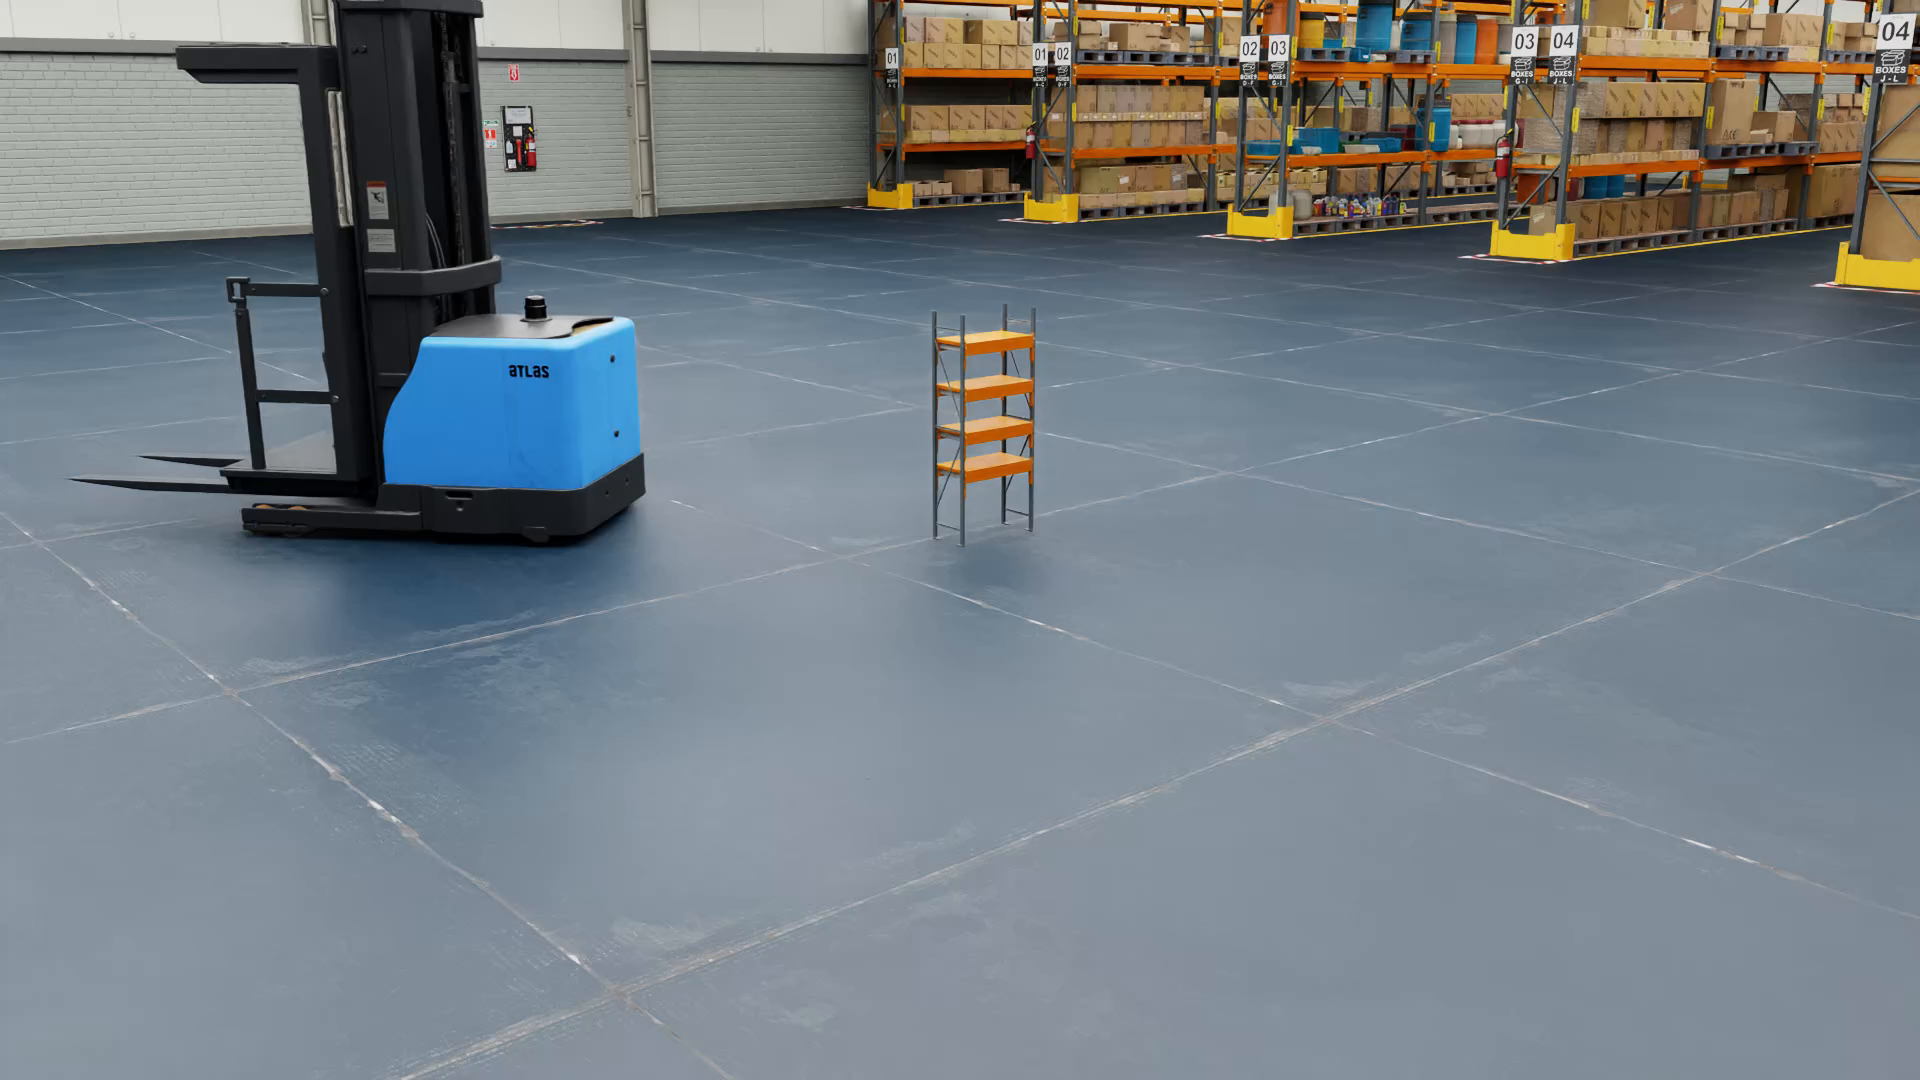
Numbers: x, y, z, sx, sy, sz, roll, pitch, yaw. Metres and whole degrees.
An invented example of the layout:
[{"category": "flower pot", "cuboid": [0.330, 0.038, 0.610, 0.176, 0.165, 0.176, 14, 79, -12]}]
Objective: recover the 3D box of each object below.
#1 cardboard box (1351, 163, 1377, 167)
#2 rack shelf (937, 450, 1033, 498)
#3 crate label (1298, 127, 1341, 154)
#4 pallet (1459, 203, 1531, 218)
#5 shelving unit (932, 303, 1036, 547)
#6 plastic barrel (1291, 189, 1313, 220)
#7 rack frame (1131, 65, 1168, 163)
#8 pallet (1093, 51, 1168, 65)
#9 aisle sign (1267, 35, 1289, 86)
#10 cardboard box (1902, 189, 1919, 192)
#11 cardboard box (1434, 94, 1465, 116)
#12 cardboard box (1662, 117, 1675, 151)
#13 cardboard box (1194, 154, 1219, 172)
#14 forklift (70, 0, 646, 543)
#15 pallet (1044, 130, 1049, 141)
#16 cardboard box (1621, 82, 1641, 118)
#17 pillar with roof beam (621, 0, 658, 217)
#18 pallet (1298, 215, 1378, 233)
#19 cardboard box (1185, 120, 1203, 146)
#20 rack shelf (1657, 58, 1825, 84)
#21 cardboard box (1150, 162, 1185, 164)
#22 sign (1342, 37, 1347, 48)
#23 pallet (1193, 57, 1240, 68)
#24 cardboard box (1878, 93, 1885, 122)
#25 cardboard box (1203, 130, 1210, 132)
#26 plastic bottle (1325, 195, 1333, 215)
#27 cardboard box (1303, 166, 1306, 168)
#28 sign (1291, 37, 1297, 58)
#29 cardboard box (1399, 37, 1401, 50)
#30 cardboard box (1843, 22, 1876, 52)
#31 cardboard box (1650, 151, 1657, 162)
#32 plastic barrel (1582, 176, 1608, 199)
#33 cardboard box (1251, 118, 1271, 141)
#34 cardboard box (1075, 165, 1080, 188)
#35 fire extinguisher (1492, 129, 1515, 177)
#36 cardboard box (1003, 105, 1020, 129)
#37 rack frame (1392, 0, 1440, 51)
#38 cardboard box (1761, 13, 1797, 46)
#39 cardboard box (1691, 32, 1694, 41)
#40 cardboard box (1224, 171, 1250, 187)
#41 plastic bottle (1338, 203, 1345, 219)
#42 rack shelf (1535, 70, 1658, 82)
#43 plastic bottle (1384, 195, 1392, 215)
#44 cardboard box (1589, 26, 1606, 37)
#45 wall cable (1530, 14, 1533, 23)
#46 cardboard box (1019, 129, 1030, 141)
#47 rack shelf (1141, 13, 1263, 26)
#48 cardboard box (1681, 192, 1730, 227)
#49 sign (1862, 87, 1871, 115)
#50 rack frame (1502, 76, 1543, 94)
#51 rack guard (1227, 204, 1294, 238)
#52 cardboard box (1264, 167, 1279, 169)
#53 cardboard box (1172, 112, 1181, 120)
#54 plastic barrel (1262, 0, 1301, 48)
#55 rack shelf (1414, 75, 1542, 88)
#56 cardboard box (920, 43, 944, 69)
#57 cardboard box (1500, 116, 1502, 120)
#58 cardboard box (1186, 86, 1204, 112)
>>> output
[{"category": "cardboard box", "cuboid": [9.120, -8.587, 37.624, 0.500, 0.250, 0.500, -13, 20, -40]}, {"category": "rack shelf", "cuboid": [0.125, -0.351, 8.769, 0.480, 0.148, 0.258, -13, 19, -39]}, {"category": "crate label", "cuboid": [6.184, -6.893, 28.674, 0.616, 0.435, 0.502, -13, 19, -39]}, {"category": "pallet", "cuboid": [10.398, -6.396, 32.284, 1.213, 0.211, 1.003, -13, 19, -39]}, {"category": "shelving unit", "cuboid": [0.125, -0.608, 8.700, 0.503, 1.200, 0.258, -13, 19, -39]}, {"category": "plastic barrel", "cuboid": [5.798, -5.723, 28.372, 0.421, 0.512, 0.421, 0, 15, 0]}, {"category": "rack frame", "cuboid": [4.505, -9.795, 39.608, 0.127, 3.000, 1.000, -13, 19, -39]}, {"category": "pallet", "cuboid": [3.196, -9.205, 31.758, 1.213, 0.211, 1.003, -13, 19, -39]}, {"category": "aisle sign", "cuboid": [5.111, -7.698, 26.719, 0.004, 0.787, 0.394, -13, 19, -39]}, {"category": "cardboard box", "cuboid": [12.535, -4.018, 21.283, 0.875, 0.875, 0.875, -13, 20, -40]}, {"category": "cardboard box", "cuboid": [11.317, -10.065, 38.489, 0.500, 0.500, 0.500, -12, 19, -38]}, {"category": "cardboard box", "cuboid": [10.462, -6.275, 25.658, 0.500, 0.500, 0.875, -13, 19, -39]}, {"category": "cardboard box", "cuboid": [5.811, -9.206, 40.753, 0.750, 0.750, 0.750, -13, 20, -40]}, {"category": "forklift", "cuboid": [-3.352, -1.559, 8.908, 3.031, 2.935, 1.130, 2, 15, 9]}, {"category": "pallet", "cuboid": [2.160, -9.126, 37.475, 1.213, 0.211, 1.003, -13, 19, -39]}, {"category": "cardboard box", "cuboid": [9.576, -6.430, 24.304, 0.500, 0.500, 0.500, -13, 19, -39]}, {"category": "pillar with roof beam", "cuboid": [-3.270, -9.771, 27.892, 0.400, 9.000, 9.100, -13, 19, -39]}, {"category": "pallet", "cuboid": [6.536, -5.528, 29.037, 1.213, 0.211, 1.003, -13, 19, -39]}, {"category": "cardboard box", "cuboid": [4.411, -8.126, 33.164, 0.500, 0.500, 0.700, -13, 20, -41]}, {"category": "rack shelf", "cuboid": [12.751, -7.665, 27.215, 4.000, 0.370, 1.077, -13, 19, -39]}, {"category": "cardboard box", "cuboid": [4.187, -7.373, 33.601, 0.500, 0.500, 0.500, -13, 19, -39]}, {"category": "sign", "cuboid": [8.118, -10.459, 35.126, 0.005, 0.325, 0.100, -13, 19, -39]}, {"category": "pallet", "cuboid": [5.399, -9.662, 33.670, 1.217, 0.209, 0.805, -14, 20, -42]}, {"category": "cardboard box", "cuboid": [16.801, -8.003, 30.761, 0.637, 0.503, 0.797, -13, 20, -41]}, {"category": "cardboard box", "cuboid": [5.858, -9.917, 40.514, 0.250, 0.149, 0.380, -12, 19, -39]}, {"category": "plastic bottle", "cuboid": [6.506, -5.930, 29.419, 0.185, 0.351, 0.144, -12, 19, -37]}, {"category": "cardboard box", "cuboid": [8.535, -9.659, 43.129, 0.500, 0.500, 0.700, -13, 20, -40]}, {"category": "sign", "cuboid": [5.331, -7.857, 26.522, 0.005, 0.325, 0.100, -13, 19, -39]}, {"category": "cardboard box", "cuboid": [9.860, -11.069, 37.363, 0.600, 0.600, 0.600, -13, 20, -40]}, {"category": "cardboard box", "cuboid": [15.787, -8.954, 29.634, 0.637, 0.503, 0.797, -13, 20, -40]}, {"category": "cardboard box", "cuboid": [10.297, -5.807, 25.166, 0.250, 0.149, 0.380, -13, 19, -39]}, {"category": "plastic barrel", "cuboid": [13.070, -7.524, 34.359, 0.708, 0.901, 0.600, -13, 19, -39]}, {"category": "cardboard box", "cuboid": [6.107, -8.503, 34.577, 0.500, 0.500, 0.500, -13, 19, -39]}, {"category": "cardboard box", "cuboid": [2.389, -8.348, 38.180, 0.500, 0.500, 0.700, -13, 20, -40]}, {"category": "fire extinguisher", "cuboid": [7.836, -5.580, 23.977, 0.183, 0.674, 0.296, -13, 19, -39]}, {"category": "cardboard box", "cuboid": [0.961, -9.191, 36.145, 0.500, 0.500, 0.500, -13, 20, -40]}, {"category": "rack frame", "cuboid": [7.991, -10.087, 29.076, 0.127, 3.000, 1.000, -13, 19, -39]}, {"category": "cardboard box", "cuboid": [13.301, -8.342, 27.192, 0.500, 0.500, 0.500, -12, 19, -38]}, {"category": "cardboard box", "cuboid": [10.925, -7.655, 25.302, 0.250, 0.149, 0.380, -12, 19, -39]}, {"category": "cardboard box", "cuboid": [5.598, -7.404, 34.086, 0.500, 0.311, 0.500, -13, 20, -40]}, {"category": "plastic bottle", "cuboid": [6.546, -5.652, 28.532, 0.097, 0.271, 0.097, 0, 15, 0]}, {"category": "rack shelf", "cuboid": [12.517, -9.307, 33.362, 4.000, 0.370, 1.077, -13, 19, -39]}, {"category": "plastic bottle", "cuboid": [7.549, -5.924, 29.395, 0.185, 0.351, 0.144, -14, 20, -42]}, {"category": "cardboard box", "cuboid": [8.843, -7.143, 23.385, 0.250, 0.149, 0.380, -12, 19, -38]}, {"category": "wall cable", "cuboid": [16.817, -15.350, 45.011, 0.112, 2.526, 3.097, -13, 19, -39]}, {"category": "cardboard box", "cuboid": [1.329, -8.915, 36.567, 0.500, 0.250, 0.500, -13, 19, -39]}, {"category": "rack shelf", "cuboid": [6.014, -12.492, 40.247, 4.000, 0.370, 1.077, -13, 19, -39]}, {"category": "cardboard box", "cuboid": [12.092, -5.406, 27.169, 0.500, 0.500, 0.700, -13, 20, -40]}, {"category": "sign", "cuboid": [11.059, -5.346, 20.249, 0.005, 0.325, 0.100, -13, 19, -39]}, {"category": "rack frame", "cuboid": [13.795, -10.187, 41.074, 0.127, 3.000, 1.000, -13, 19, -39]}, {"category": "rack guard", "cuboid": [5.000, -5.326, 27.719, 0.348, 0.500, 1.175, -13, 19, -39]}, {"category": "cardboard box", "cuboid": [6.781, -7.855, 35.771, 0.500, 0.311, 0.500, -13, 20, -41]}, {"category": "cardboard box", "cuboid": [4.096, -8.297, 32.547, 0.250, 0.149, 0.380, -13, 20, -39]}, {"category": "plastic barrel", "cuboid": [5.256, -8.478, 27.218, 0.708, 0.830, 0.600, -13, 19, -39]}, {"category": "rack shelf", "cuboid": [12.286, -10.949, 39.511, 4.000, 0.370, 1.077, -13, 19, -39]}, {"category": "cardboard box", "cuboid": [-0.685, -10.039, 34.476, 0.500, 0.500, 0.500, -11, 19, -36]}, {"category": "cardboard box", "cuboid": [12.866, -9.934, 39.934, 0.500, 0.500, 0.500, -12, 19, -39]}, {"category": "cardboard box", "cuboid": [4.411, -8.752, 32.997, 0.500, 0.500, 0.700, -13, 19, -39]}]
